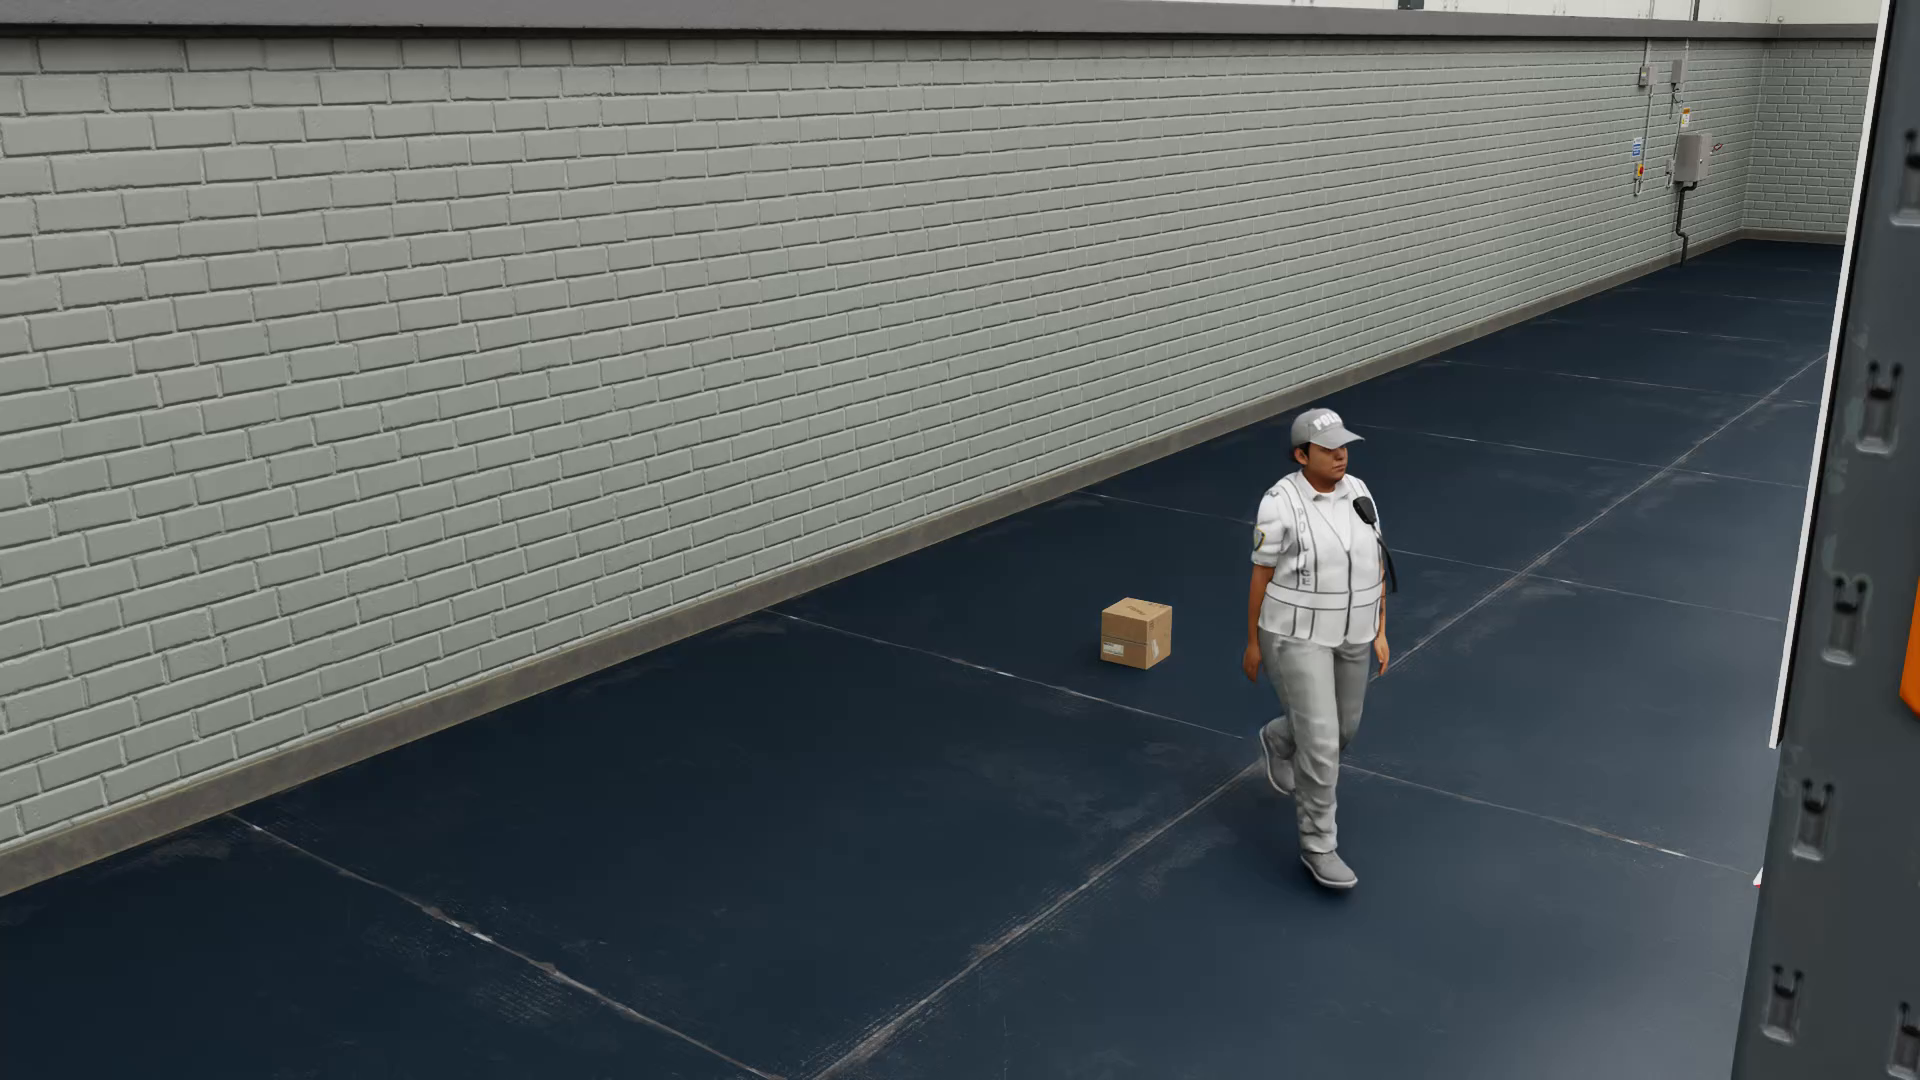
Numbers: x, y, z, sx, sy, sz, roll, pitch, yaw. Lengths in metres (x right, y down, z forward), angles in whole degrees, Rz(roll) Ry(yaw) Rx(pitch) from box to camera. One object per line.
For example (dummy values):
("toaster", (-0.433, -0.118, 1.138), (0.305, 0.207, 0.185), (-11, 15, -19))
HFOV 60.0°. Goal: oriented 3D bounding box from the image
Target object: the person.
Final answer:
("person", (1.274, 0.320, 5.952), (0.491, 1.615, 0.906), (-7, 18, -22))
